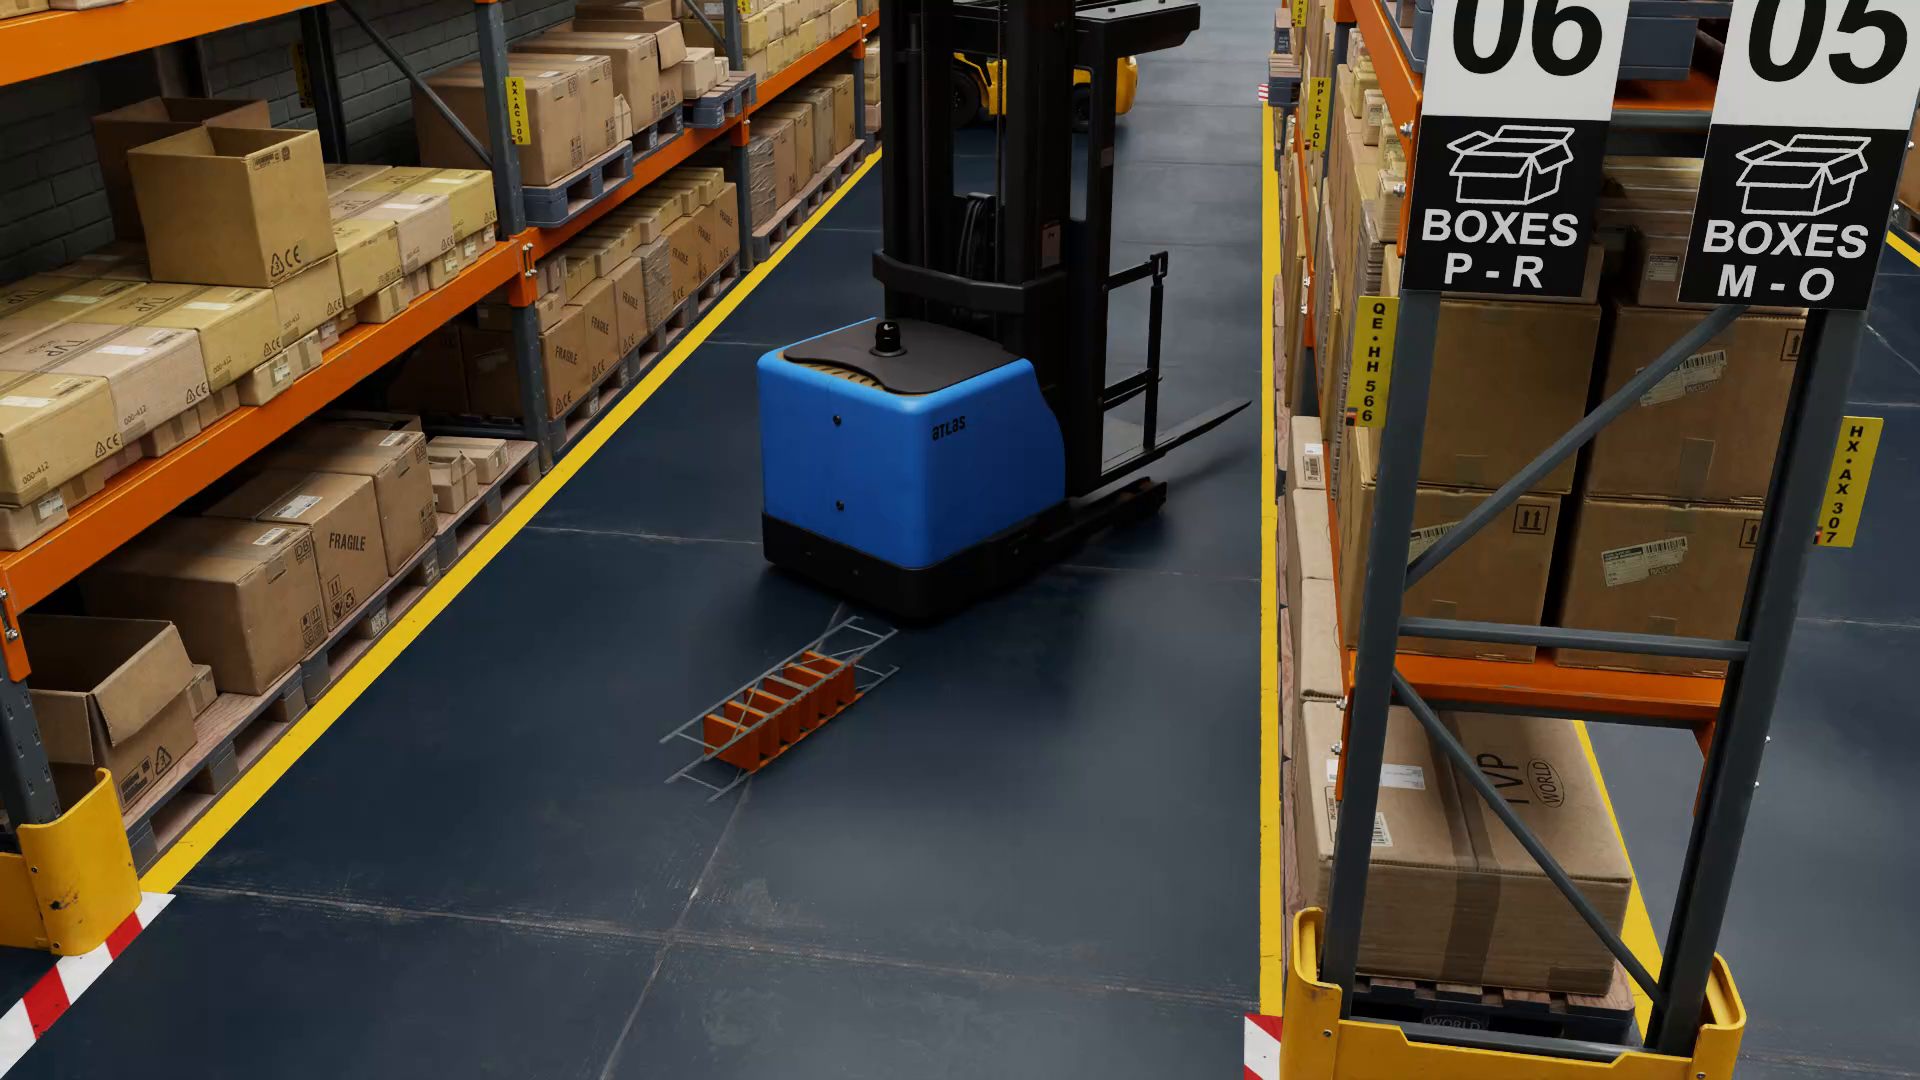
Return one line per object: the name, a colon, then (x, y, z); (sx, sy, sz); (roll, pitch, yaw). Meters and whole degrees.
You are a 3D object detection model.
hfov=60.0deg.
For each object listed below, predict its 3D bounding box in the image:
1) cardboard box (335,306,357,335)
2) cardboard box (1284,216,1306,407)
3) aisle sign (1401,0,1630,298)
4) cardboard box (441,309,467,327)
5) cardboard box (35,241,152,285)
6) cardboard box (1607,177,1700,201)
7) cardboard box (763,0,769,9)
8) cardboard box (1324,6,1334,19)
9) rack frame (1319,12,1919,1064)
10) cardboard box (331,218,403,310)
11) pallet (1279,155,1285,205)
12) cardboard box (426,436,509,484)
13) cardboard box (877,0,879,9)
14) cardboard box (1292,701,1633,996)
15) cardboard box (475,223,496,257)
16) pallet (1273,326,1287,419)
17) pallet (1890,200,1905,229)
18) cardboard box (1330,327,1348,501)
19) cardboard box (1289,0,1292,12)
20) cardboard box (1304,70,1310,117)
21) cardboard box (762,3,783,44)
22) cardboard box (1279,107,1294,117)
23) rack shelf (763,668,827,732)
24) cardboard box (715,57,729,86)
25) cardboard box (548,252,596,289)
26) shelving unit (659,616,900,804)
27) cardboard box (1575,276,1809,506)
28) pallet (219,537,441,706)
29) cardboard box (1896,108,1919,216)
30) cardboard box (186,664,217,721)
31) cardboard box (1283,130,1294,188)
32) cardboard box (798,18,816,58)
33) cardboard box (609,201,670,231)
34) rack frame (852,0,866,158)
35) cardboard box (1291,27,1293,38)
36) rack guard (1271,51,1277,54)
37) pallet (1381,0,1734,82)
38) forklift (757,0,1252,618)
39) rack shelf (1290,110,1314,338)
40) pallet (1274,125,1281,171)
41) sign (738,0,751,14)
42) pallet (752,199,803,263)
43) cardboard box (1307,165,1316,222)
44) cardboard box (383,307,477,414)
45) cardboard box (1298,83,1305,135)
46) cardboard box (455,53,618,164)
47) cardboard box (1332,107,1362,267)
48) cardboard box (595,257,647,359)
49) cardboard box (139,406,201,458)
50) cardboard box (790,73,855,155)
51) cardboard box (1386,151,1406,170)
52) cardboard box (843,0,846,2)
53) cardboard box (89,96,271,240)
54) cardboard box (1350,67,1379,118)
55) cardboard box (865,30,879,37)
cardboard box: (-2.804, -0.960, 7.058); (0.380, 0.149, 0.250); (4, 25, 9)
cardboard box: (2.335, -1.291, 9.480); (0.875, 0.875, 0.875); (5, 26, 10)
aisle sign: (1.202, -0.915, 3.601); (0.394, 0.787, 0.004); (4, 25, 9)
cardboard box: (-2.949, -1.288, 9.151); (0.380, 0.149, 0.250); (3, 25, 6)
cardboard box: (-3.308, -1.008, 6.690); (0.500, 0.250, 0.500); (4, 25, 8)
cardboard box: (1.978, -0.883, 4.536); (0.380, 0.149, 0.250); (5, 26, 10)
cardboard box: (-1.669, -4.108, 12.605); (0.380, 0.149, 0.250); (5, 25, 10)
cardboard box: (2.178, -2.550, 8.861); (0.500, 0.500, 0.500); (5, 26, 10)
rack frame: (1.519, 0.253, 4.171); (1.000, 3.000, 0.127); (4, 25, 9)
cardboard box: (-2.729, -1.181, 7.060); (0.500, 0.250, 0.500); (4, 25, 8)
pallet: (3.354, -3.177, 14.788); (1.003, 0.211, 1.213); (4, 25, 9)
cardboard box: (-2.526, -0.408, 8.450); (0.380, 0.149, 0.250); (3, 25, 7)
cardboard box: (-1.018, -5.540, 16.429); (0.500, 0.500, 0.500); (4, 25, 9)
cardboard box: (1.528, 0.941, 5.229); (0.875, 0.438, 0.875); (3, 25, 7)
cardboard box: (-2.528, -1.497, 8.207); (0.380, 0.149, 0.250); (4, 25, 9)
pallet: (2.422, -0.996, 10.130); (1.003, 0.211, 1.213); (4, 25, 9)
pallet: (8.329, -2.874, 14.141); (1.003, 0.211, 1.213); (4, 25, 9)
cardboard box: (1.508, -0.437, 5.527); (0.500, 0.500, 0.500); (5, 26, 10)
cardboard box: (2.945, -4.544, 13.456); (0.500, 0.500, 0.500); (4, 25, 8)
cardboard box: (2.321, -2.633, 9.923); (0.500, 0.250, 0.500); (4, 25, 8)
cardboard box: (-1.674, -3.971, 12.783); (0.500, 0.250, 0.500); (5, 26, 10)
cardboard box: (3.312, -4.316, 15.796); (0.500, 0.500, 0.500); (4, 25, 8)
rack shelf: (-0.664, 0.634, 6.664); (0.258, 0.180, 0.103); (16, 30, 30)
cardboard box: (-1.800, -3.210, 11.371); (0.380, 0.149, 0.250); (4, 25, 9)
cardboard box: (-2.373, -1.590, 9.797); (0.380, 0.149, 0.250); (4, 25, 8)
shelving unit: (-0.689, 0.650, 6.630); (0.258, 0.189, 1.200); (16, 30, 30)
cardboard box: (1.879, -0.426, 4.324); (0.500, 0.500, 0.500); (3, 25, 7)
pallet: (-3.035, 0.300, 7.360); (1.003, 0.211, 1.213); (4, 25, 9)
cardboard box: (8.206, -2.967, 13.209); (1.050, 0.750, 0.750); (4, 25, 9)
cardboard box: (-3.077, 0.588, 6.324); (0.380, 0.149, 0.250); (3, 25, 6)
cardboard box: (3.283, -3.245, 14.249); (0.950, 0.372, 0.625); (6, 26, 12)
cardboard box: (-1.507, -4.178, 13.815); (0.500, 0.250, 0.500); (5, 26, 10)
cardboard box: (-2.131, -2.128, 10.945); (0.380, 0.149, 0.250); (4, 25, 8)
rack frame: (-1.417, -5.108, 15.624); (1.000, 3.000, 0.127); (4, 25, 9)
cardboard box: (2.838, -4.089, 13.249); (0.380, 0.149, 0.250); (5, 26, 11)
rack guard: (4.122, -5.275, 18.929); (1.175, 0.500, 0.348); (4, 25, 9)
pallet: (1.630, -1.376, 4.218); (1.003, 0.211, 1.213); (4, 25, 9)
forklift: (0.411, -1.528, 8.056); (1.130, 2.935, 3.031); (20, 32, 36)
rack shelf: (2.500, -1.930, 9.684); (1.077, 0.370, 4.000); (4, 25, 9)
pallet: (3.555, -3.786, 16.089); (1.003, 0.211, 1.213); (4, 25, 9)
sign: (-1.534, -3.890, 11.749); (0.100, 0.325, 0.005); (4, 25, 9)
pallet: (-1.898, -2.514, 13.371); (1.003, 0.211, 1.213); (4, 25, 9)
cardboard box: (2.082, -1.770, 8.669); (0.500, 0.250, 0.500); (4, 25, 8)
cardboard box: (-2.936, -1.046, 9.399); (0.500, 0.500, 0.500); (4, 25, 8)
cardboard box: (2.498, -2.837, 10.950); (0.500, 0.250, 0.500); (4, 25, 8)
cardboard box: (-2.340, -2.401, 9.228); (0.700, 0.500, 0.500); (4, 25, 9)
cardboard box: (1.673, -1.311, 6.215); (0.500, 0.500, 0.500); (4, 25, 10)
cardboard box: (-2.260, -1.439, 10.238); (0.500, 0.500, 0.500); (3, 25, 7)
cardboard box: (-2.948, -0.417, 5.899); (0.380, 0.149, 0.250); (5, 26, 10)
cardboard box: (-1.491, -4.004, 15.571); (0.875, 0.625, 0.625); (5, 26, 11)
cardboard box: (1.439, -1.027, 4.843); (0.380, 0.149, 0.250); (5, 25, 10)
cardboard box: (-1.245, -5.043, 15.073); (0.500, 0.250, 0.500); (3, 25, 7)
cardboard box: (-3.231, -1.564, 6.994); (0.500, 0.500, 0.500); (3, 25, 7)
cardboard box: (1.666, -1.671, 6.218); (0.380, 0.149, 0.250); (3, 25, 7)
cardboard box: (-0.865, -5.108, 17.193); (0.500, 0.250, 0.500); (5, 26, 10)
